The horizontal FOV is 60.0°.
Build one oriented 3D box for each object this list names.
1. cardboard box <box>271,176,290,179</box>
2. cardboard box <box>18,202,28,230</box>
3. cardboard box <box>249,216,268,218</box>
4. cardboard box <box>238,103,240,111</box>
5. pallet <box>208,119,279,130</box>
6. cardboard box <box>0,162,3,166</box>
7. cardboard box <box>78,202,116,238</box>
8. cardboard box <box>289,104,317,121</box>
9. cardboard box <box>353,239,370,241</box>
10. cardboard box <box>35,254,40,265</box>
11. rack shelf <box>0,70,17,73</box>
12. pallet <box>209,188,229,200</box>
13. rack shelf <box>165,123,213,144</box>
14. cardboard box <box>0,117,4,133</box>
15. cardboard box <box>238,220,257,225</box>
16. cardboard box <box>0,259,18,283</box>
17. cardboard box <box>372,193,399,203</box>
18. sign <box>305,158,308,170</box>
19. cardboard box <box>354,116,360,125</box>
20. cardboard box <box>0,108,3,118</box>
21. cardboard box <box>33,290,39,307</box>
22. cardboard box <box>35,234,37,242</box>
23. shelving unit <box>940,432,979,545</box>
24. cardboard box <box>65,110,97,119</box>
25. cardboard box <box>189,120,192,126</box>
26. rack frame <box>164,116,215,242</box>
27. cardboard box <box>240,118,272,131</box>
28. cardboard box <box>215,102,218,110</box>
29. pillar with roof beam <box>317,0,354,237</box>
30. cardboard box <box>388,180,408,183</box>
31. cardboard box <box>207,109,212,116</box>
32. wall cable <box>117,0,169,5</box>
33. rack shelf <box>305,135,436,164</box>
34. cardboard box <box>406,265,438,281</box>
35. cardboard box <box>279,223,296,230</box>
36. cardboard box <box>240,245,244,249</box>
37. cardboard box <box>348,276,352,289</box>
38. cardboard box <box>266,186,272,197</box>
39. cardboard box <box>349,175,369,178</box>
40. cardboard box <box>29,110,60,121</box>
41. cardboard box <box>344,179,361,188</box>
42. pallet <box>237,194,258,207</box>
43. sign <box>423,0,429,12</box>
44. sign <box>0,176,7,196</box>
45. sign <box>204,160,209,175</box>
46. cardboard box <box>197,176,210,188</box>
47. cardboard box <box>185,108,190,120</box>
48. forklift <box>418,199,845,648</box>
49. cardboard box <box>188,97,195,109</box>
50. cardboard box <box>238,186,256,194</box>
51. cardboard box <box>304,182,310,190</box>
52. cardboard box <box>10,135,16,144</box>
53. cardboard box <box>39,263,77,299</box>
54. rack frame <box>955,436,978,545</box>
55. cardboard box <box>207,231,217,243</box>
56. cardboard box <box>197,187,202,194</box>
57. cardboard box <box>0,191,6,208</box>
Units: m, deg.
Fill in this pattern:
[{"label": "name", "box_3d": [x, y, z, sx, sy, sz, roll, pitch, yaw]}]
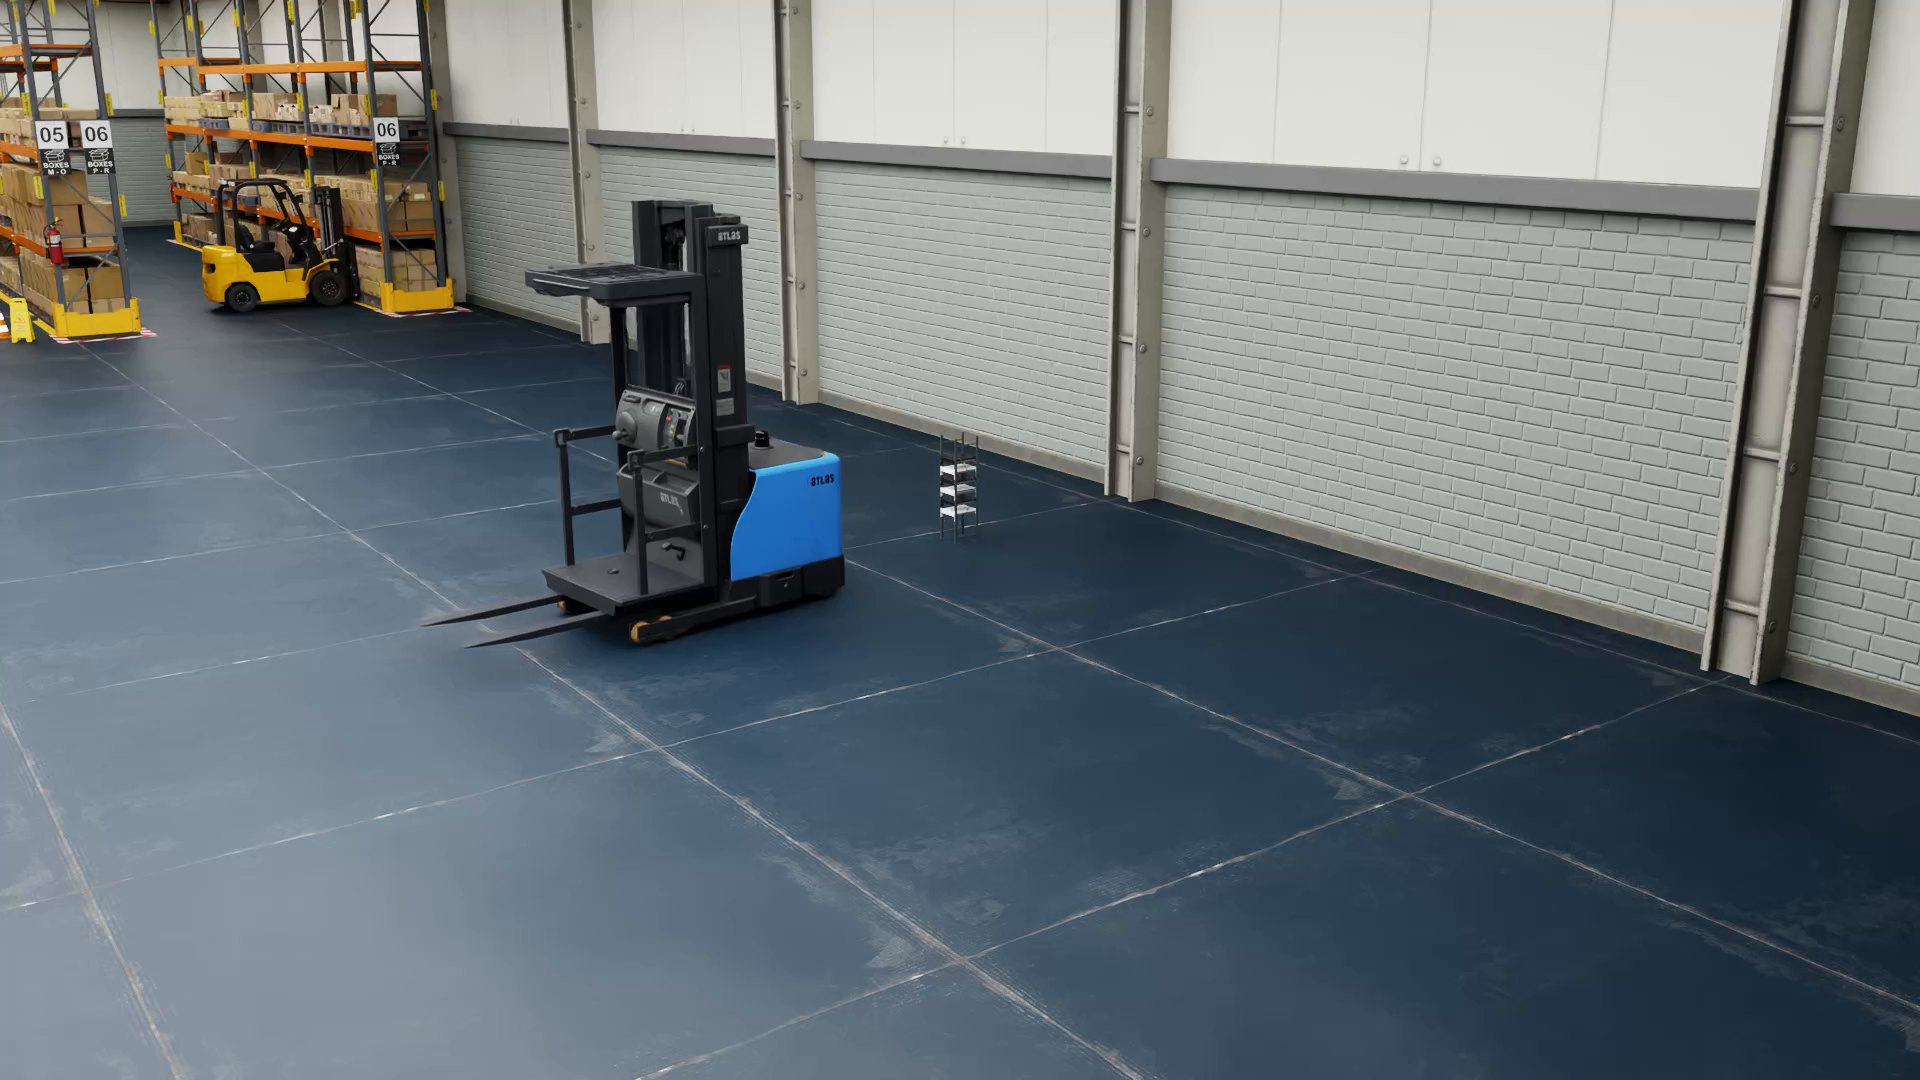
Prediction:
[{"label": "cardboard box", "box_3d": [-13.569, -7.209, 33.317, 0.380, 0.149, 0.250, -11, 19, -34]}, {"label": "cardboard box", "box_3d": [-15.041, -5.340, 27.152, 0.500, 0.500, 0.500, -11, 19, -35]}, {"label": "cardboard box", "box_3d": [-15.755, -7.198, 37.405, 0.380, 0.149, 0.250, -11, 19, -35]}, {"label": "cardboard box", "box_3d": [-14.836, -9.044, 34.720, 0.380, 0.149, 0.250, -11, 19, -35]}, {"label": "pallet", "box_3d": [-15.425, -8.963, 35.815, 1.213, 0.211, 1.003, -11, 19, -35]}, {"label": "cardboard box", "box_3d": [-18.541, -6.953, 31.714, 0.500, 0.500, 0.500, -11, 19, -36]}, {"label": "cardboard box", "box_3d": [-13.375, -4.980, 25.837, 0.500, 0.500, 0.500, -11, 19, -35]}, {"label": "cardboard box", "box_3d": [-12.283, -8.041, 31.275, 0.500, 0.311, 0.500, -12, 19, -36]}, {"label": "cardboard box", "box_3d": [-10.904, -5.447, 30.816, 0.500, 0.250, 0.500, -11, 19, -35]}, {"label": "cardboard box", "box_3d": [-14.572, -4.504, 26.615, 0.380, 0.149, 0.250, -10, 18, -32]}, {"label": "rack shelf", "box_3d": [-19.201, -9.133, 32.520, 1.077, 0.370, 4.000, -11, 19, -35]}, {"label": "pallet", "box_3d": [-15.982, -7.698, 36.882, 1.003, 0.211, 1.213, -11, 19, -35]}, {"label": "rack shelf", "box_3d": [-17.540, -9.505, 38.802, 1.077, 0.370, 4.000, -11, 19, -35]}, {"label": "cardboard box", "box_3d": [-15.636, -6.880, 27.569, 0.500, 0.250, 0.500, -11, 19, -36]}, {"label": "cardboard box", "box_3d": [-15.550, -6.901, 36.317, 0.380, 0.149, 0.250, -10, 18, -33]}, {"label": "cardboard box", "box_3d": [-17.260, -5.009, 30.878, 0.950, 0.372, 0.625, -11, 19, -36]}, {"label": "cardboard box", "box_3d": [-9.739, -5.807, 28.193, 0.380, 0.149, 0.250, -11, 19, -34]}, {"label": "sign", "box_3d": [-13.565, -7.769, 34.586, 0.100, 0.325, 0.005, -11, 19, -35]}, {"label": "cardboard box", "box_3d": [-10.041, -7.122, 28.223, 0.380, 0.149, 0.250, -12, 19, -36]}, {"label": "cardboard box", "box_3d": [-15.575, -7.040, 27.398, 0.380, 0.149, 0.250, -10, 18, -33]}, {"label": "cardboard box", "box_3d": [-14.908, -3.982, 27.355, 0.500, 0.250, 0.500, -11, 19, -35]}, {"label": "cardboard box", "box_3d": [-14.523, -4.832, 26.524, 0.380, 0.149, 0.250, -11, 19, -35]}, {"label": "shelving unit", "box_3d": [-0.005, -0.436, 13.964, 0.258, 0.900, 0.210, -11, 19, -35]}, {"label": "cardboard box", "box_3d": [-13.365, -6.462, 25.287, 0.380, 0.149, 0.250, -11, 19, -35]}, {"label": "cardboard box", "box_3d": [-17.534, -9.614, 38.312, 0.380, 0.149, 0.250, -11, 19, -34]}, {"label": "rack frame", "box_3d": [-18.716, -8.832, 40.663, 1.000, 3.000, 0.127, -11, 19, -35]}, {"label": "cardboard box", "box_3d": [-14.510, -8.570, 34.308, 0.500, 0.250, 0.500, -12, 19, -36]}, {"label": "cardboard box", "box_3d": [-15.730, -9.301, 35.624, 0.380, 0.149, 0.250, -11, 19, -34]}, {"label": "pillar with roof beam", "box_3d": [-15.999, -9.211, 30.682, 9.100, 9.000, 0.400, -11, 19, -35]}, {"label": "cardboard box", "box_3d": [-9.760, -6.195, 29.048, 0.380, 0.149, 0.250, -11, 19, -34]}, {"label": "cardboard box", "box_3d": [-16.078, -9.262, 36.043, 0.380, 0.149, 0.250, -11, 19, -34]}, {"label": "wall cable", "box_3d": [-20.999, -15.812, 44.267, 2.988, 3.039, 0.133, -11, 19, -35]}, {"label": "rack shelf", "box_3d": [-10.484, -6.942, 29.440, 1.077, 0.370, 4.000, -11, 19, -35]}, {"label": "cardboard box", "box_3d": [-9.417, -4.666, 28.906, 0.500, 0.250, 0.500, -10, 18, -34]}, {"label": "cardboard box", "box_3d": [-14.412, -6.695, 35.565, 0.380, 0.149, 0.250, -11, 19, -34]}, {"label": "cardboard box", "box_3d": [-15.351, -6.505, 36.102, 0.500, 0.500, 0.500, -12, 19, -37]}, {"label": "cardboard box", "box_3d": [-10.735, -4.666, 29.856, 0.500, 0.250, 0.500, -10, 18, -33]}, {"label": "cardboard box", "box_3d": [-13.655, -7.053, 33.500, 0.500, 0.250, 0.500, -10, 18, -33]}, {"label": "cardboard box", "box_3d": [-11.114, -6.693, 30.866, 0.380, 0.149, 0.250, -11, 19, -36]}, {"label": "cardboard box", "box_3d": [-13.759, -6.381, 24.991, 0.380, 0.149, 0.250, -11, 19, -34]}, {"label": "cardboard box", "box_3d": [-10.730, -6.347, 29.601, 0.380, 0.149, 0.250, -11, 19, -34]}, {"label": "pallet", "box_3d": [-14.467, -7.165, 34.936, 1.213, 0.211, 1.003, -11, 19, -35]}, {"label": "sign", "box_3d": [-8.856, -8.921, 27.554, 0.100, 0.325, 0.005, -11, 19, -35]}, {"label": "sign", "box_3d": [-16.120, -5.970, 28.013, 0.100, 0.325, 0.005, -11, 19, -35]}, {"label": "sign", "box_3d": [-16.798, -8.310, 37.114, 0.100, 0.325, 0.005, -11, 19, -35]}, {"label": "cardboard box", "box_3d": [-17.167, -8.225, 38.164, 0.500, 0.250, 0.500, -11, 19, -34]}, {"label": "cardboard box", "box_3d": [-17.456, -9.780, 38.167, 0.500, 0.250, 0.500, -10, 18, -33]}, {"label": "forklift", "box_3d": [-2.301, -0.840, 11.595, 3.031, 2.935, 1.130, -14, 20, -41]}, {"label": "cardboard box", "box_3d": [-17.161, -9.914, 37.709, 0.500, 0.250, 0.500, -11, 19, -35]}, {"label": "cardboard box", "box_3d": [-14.894, -7.429, 35.026, 0.500, 0.250, 0.500, -12, 19, -37]}, {"label": "cardboard box", "box_3d": [-12.207, -6.721, 31.534, 0.380, 0.149, 0.250, -11, 19, -35]}, {"label": "cardboard box", "box_3d": [-15.001, -6.430, 26.682, 0.380, 0.149, 0.250, -11, 19, -36]}, {"label": "cardboard box", "box_3d": [-14.313, -4.124, 26.453, 0.500, 0.500, 0.500, -10, 18, -33]}, {"label": "rack frame", "box_3d": [0.055, -0.414, 13.884, 0.240, 0.900, 0.006, -11, 19, -35]}, {"label": "cardboard box", "box_3d": [-17.139, -7.011, 38.395, 0.396, 0.266, 0.258, -10, 18, -33]}, {"label": "cardboard box", "box_3d": [-17.404, -8.100, 38.464, 0.380, 0.149, 0.250, -11, 19, -35]}, {"label": "cardboard box", "box_3d": [-16.423, -6.061, 28.992, 0.500, 0.500, 0.500, -11, 19, -34]}]
